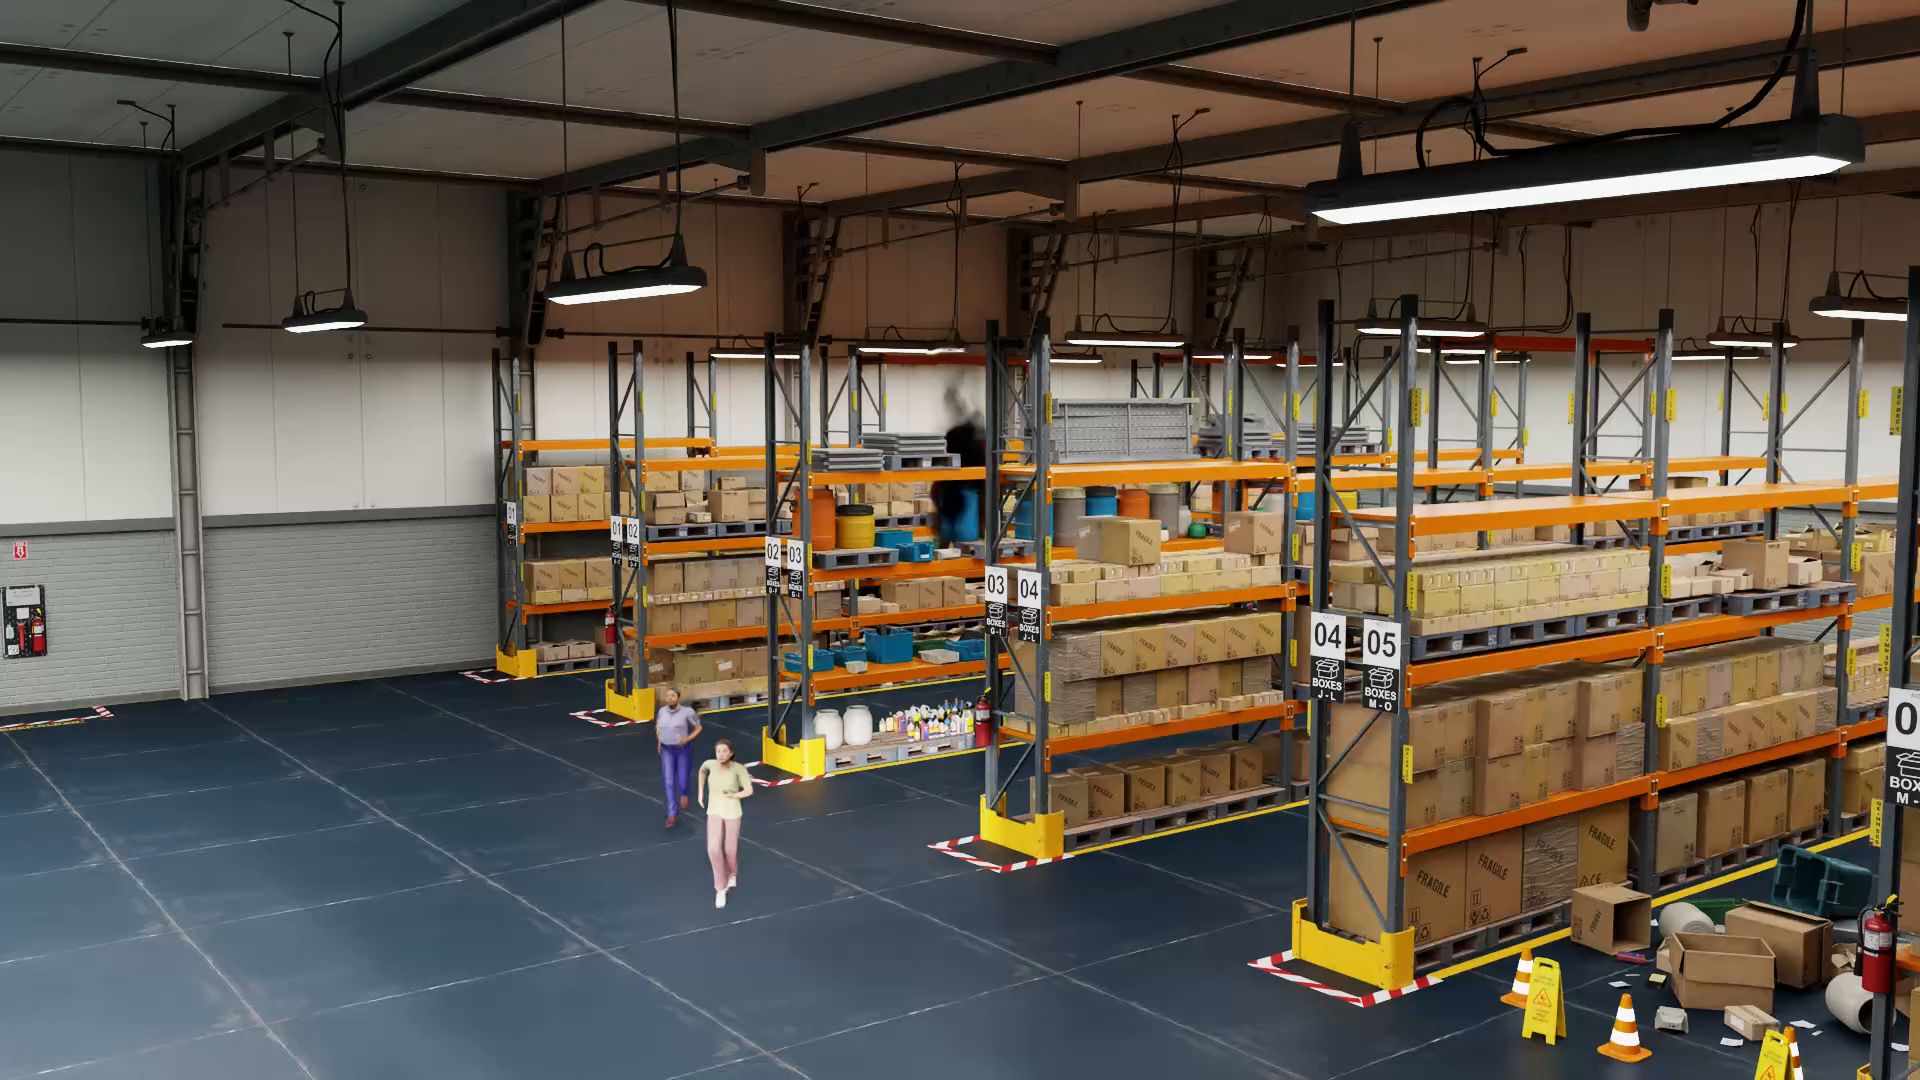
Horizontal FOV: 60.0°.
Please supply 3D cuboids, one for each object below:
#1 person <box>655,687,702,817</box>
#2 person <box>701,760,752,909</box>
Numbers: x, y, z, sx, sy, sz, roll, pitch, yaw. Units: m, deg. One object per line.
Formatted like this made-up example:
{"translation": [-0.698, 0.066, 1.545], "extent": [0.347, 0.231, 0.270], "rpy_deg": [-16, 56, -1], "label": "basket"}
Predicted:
{"translation": [-3.422, 2.546, 20.185], "extent": [0.600, 1.555, 0.648], "rpy_deg": [0, 5, 3], "label": "person"}
{"translation": [-2.380, 2.959, 17.057], "extent": [0.543, 1.469, 0.796], "rpy_deg": [0, 5, 2], "label": "person"}
